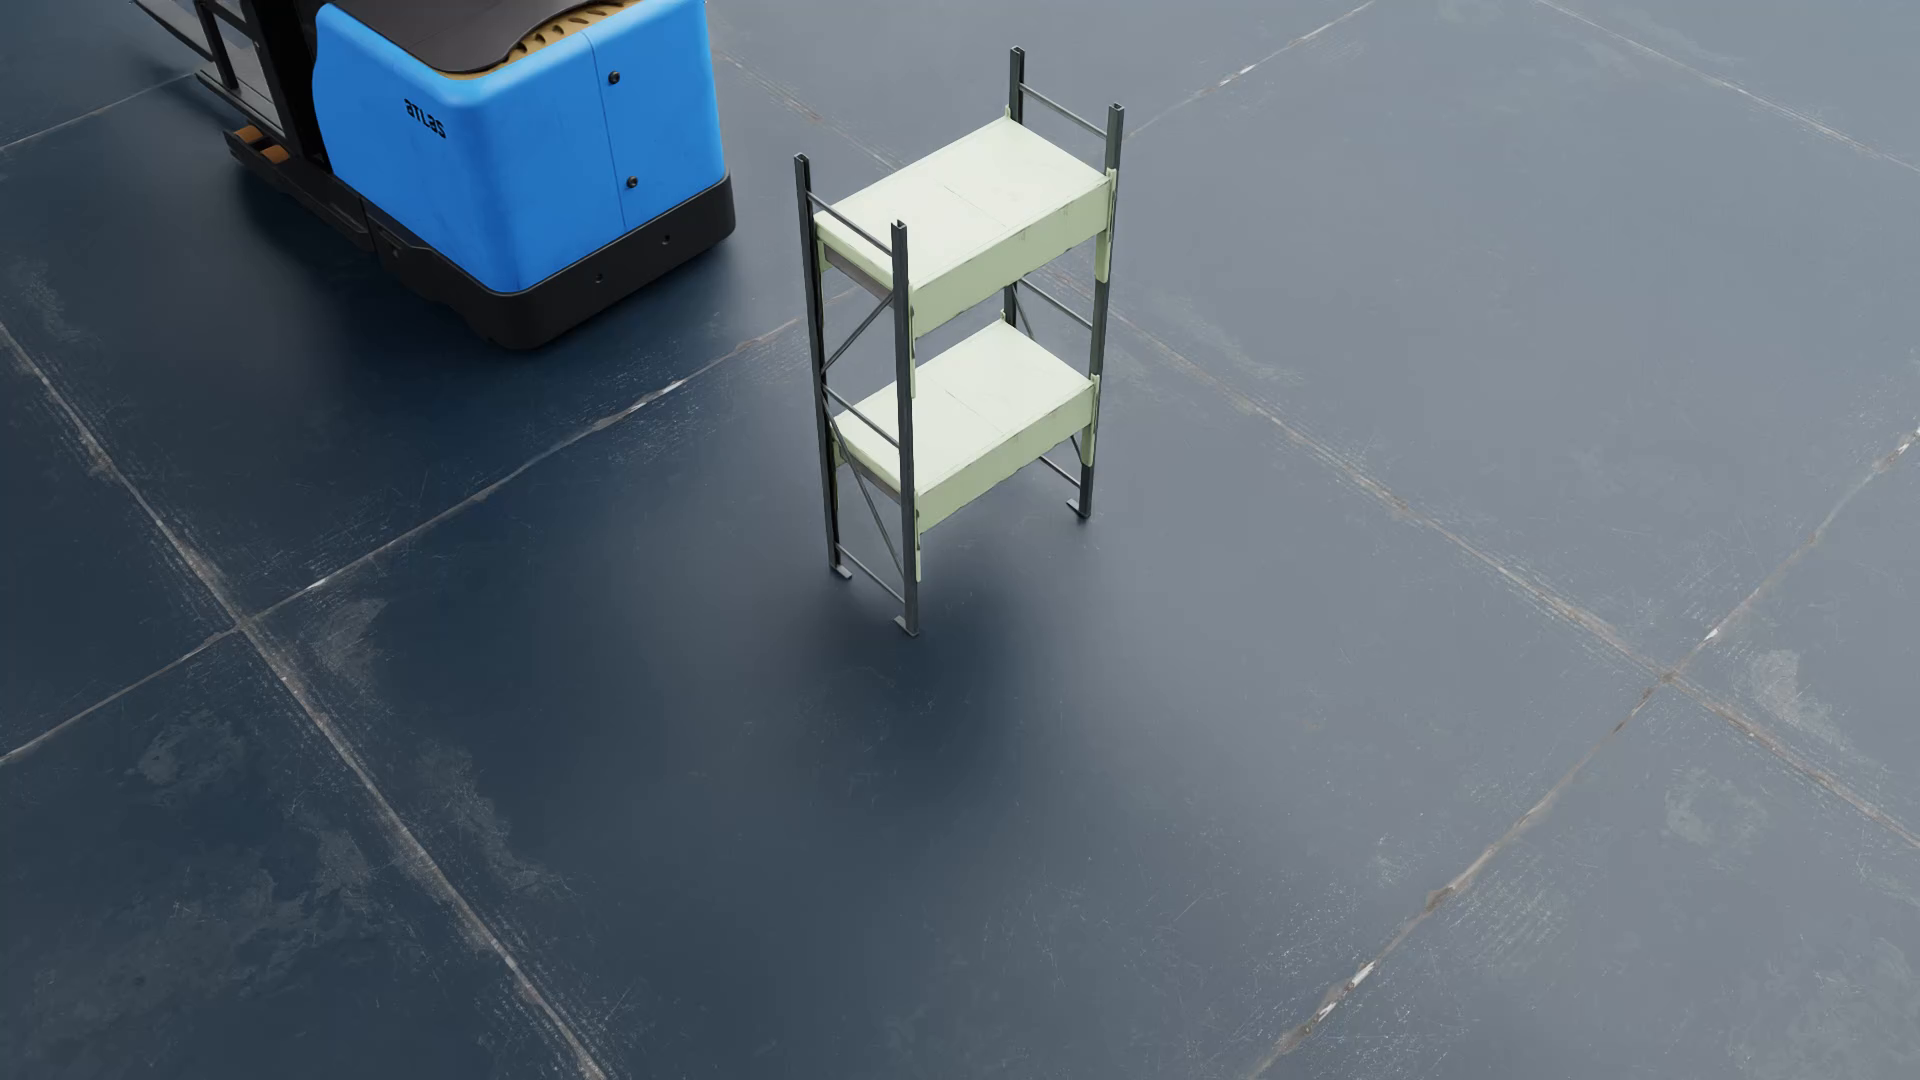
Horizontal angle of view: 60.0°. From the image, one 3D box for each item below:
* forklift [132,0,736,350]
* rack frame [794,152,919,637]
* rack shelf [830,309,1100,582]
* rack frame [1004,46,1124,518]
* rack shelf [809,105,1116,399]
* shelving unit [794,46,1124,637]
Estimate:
[{"bbox_3d":[-2.254,-2.617,5.670,3.031,2.935,1.130,35,56,28],"label":"forklift"},{"bbox_3d":[-0.266,-0.331,4.535,0.023,1.500,0.400,-34,56,-27],"label":"rack frame"},{"bbox_3d":[0.005,-0.291,4.941,0.720,0.370,0.431,-34,56,-27],"label":"rack shelf"},{"bbox_3d":[0.276,-0.693,4.869,0.023,1.500,0.400,-34,56,-27],"label":"rack frame"},{"bbox_3d":[0.005,-0.777,4.415,0.720,0.370,0.431,-34,56,-27],"label":"rack shelf"},{"bbox_3d":[0.005,-0.512,4.702,0.755,1.500,0.431,-34,56,-27],"label":"shelving unit"}]
